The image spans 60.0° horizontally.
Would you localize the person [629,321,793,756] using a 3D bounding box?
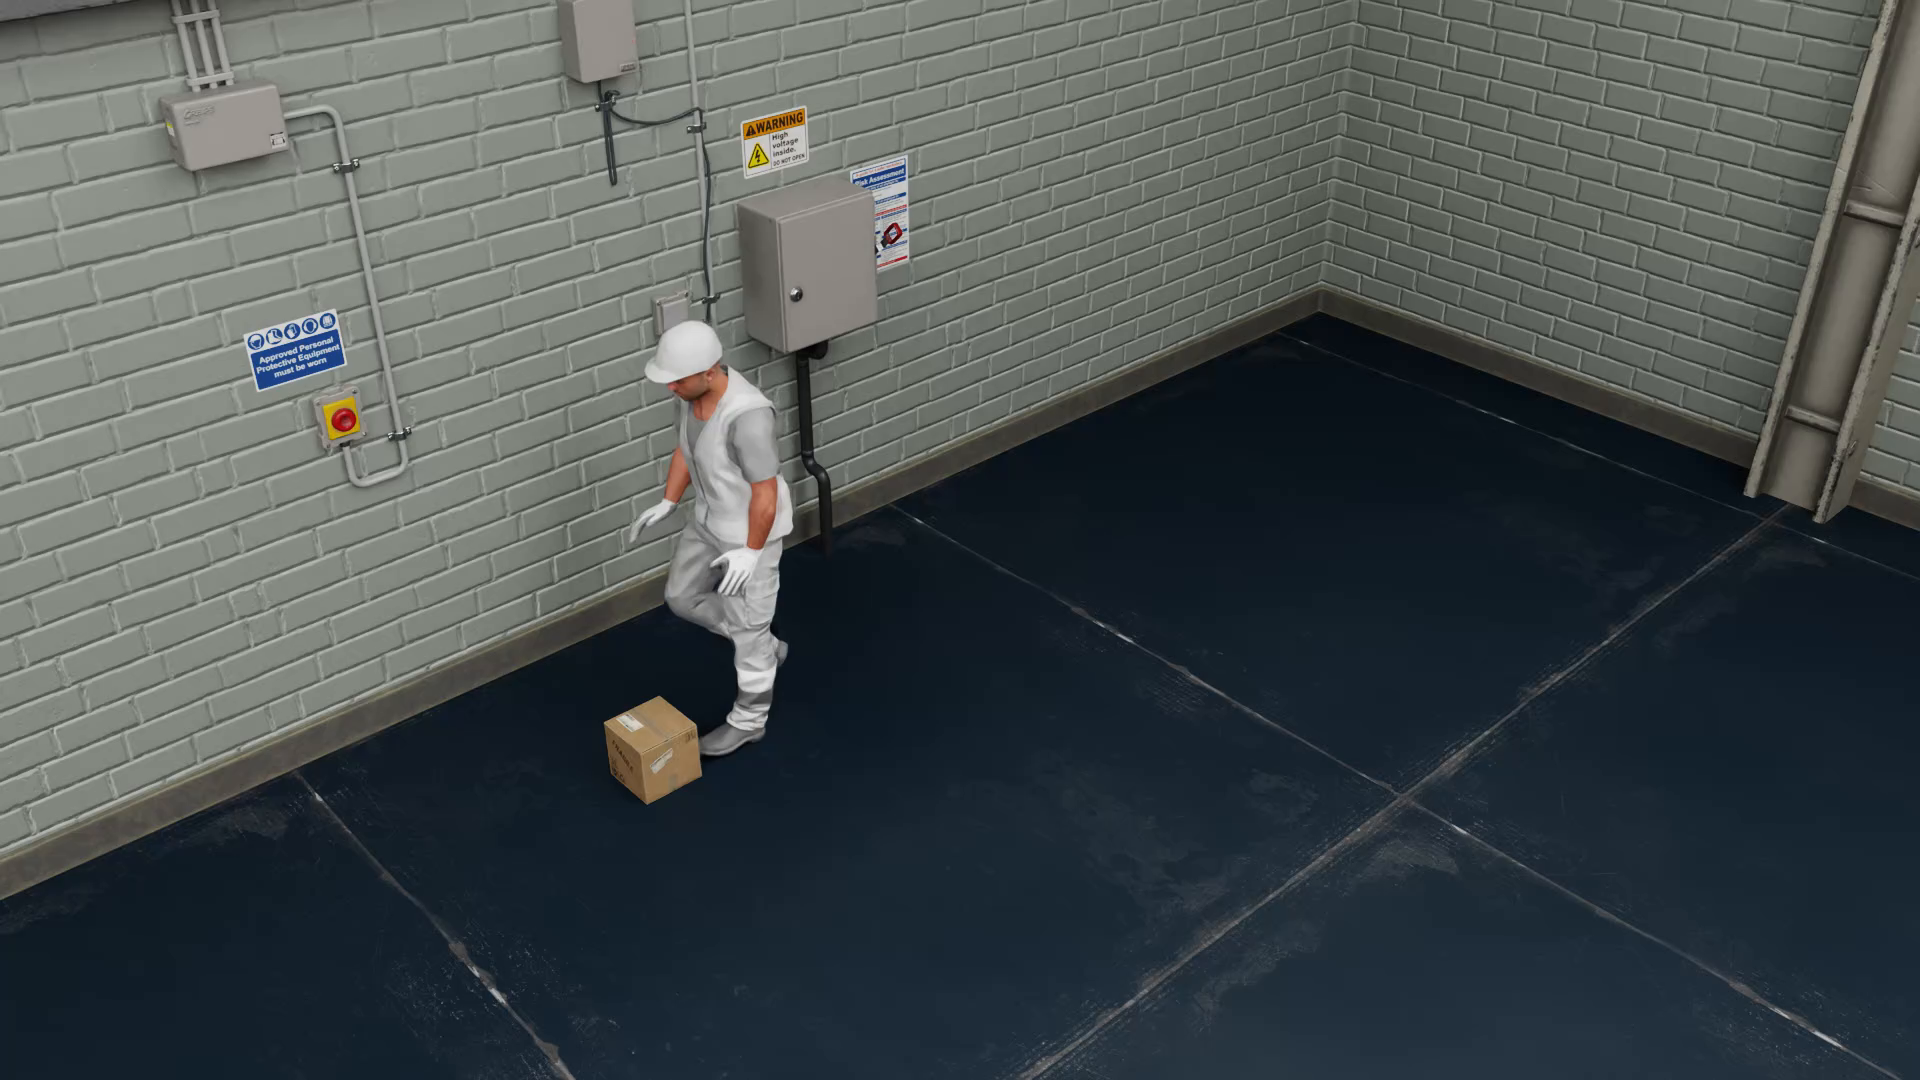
[{"bbox_3d":[-0.879,-0.011,6.127,0.589,1.775,0.544,-21,37,-30],"label":"person"}]
